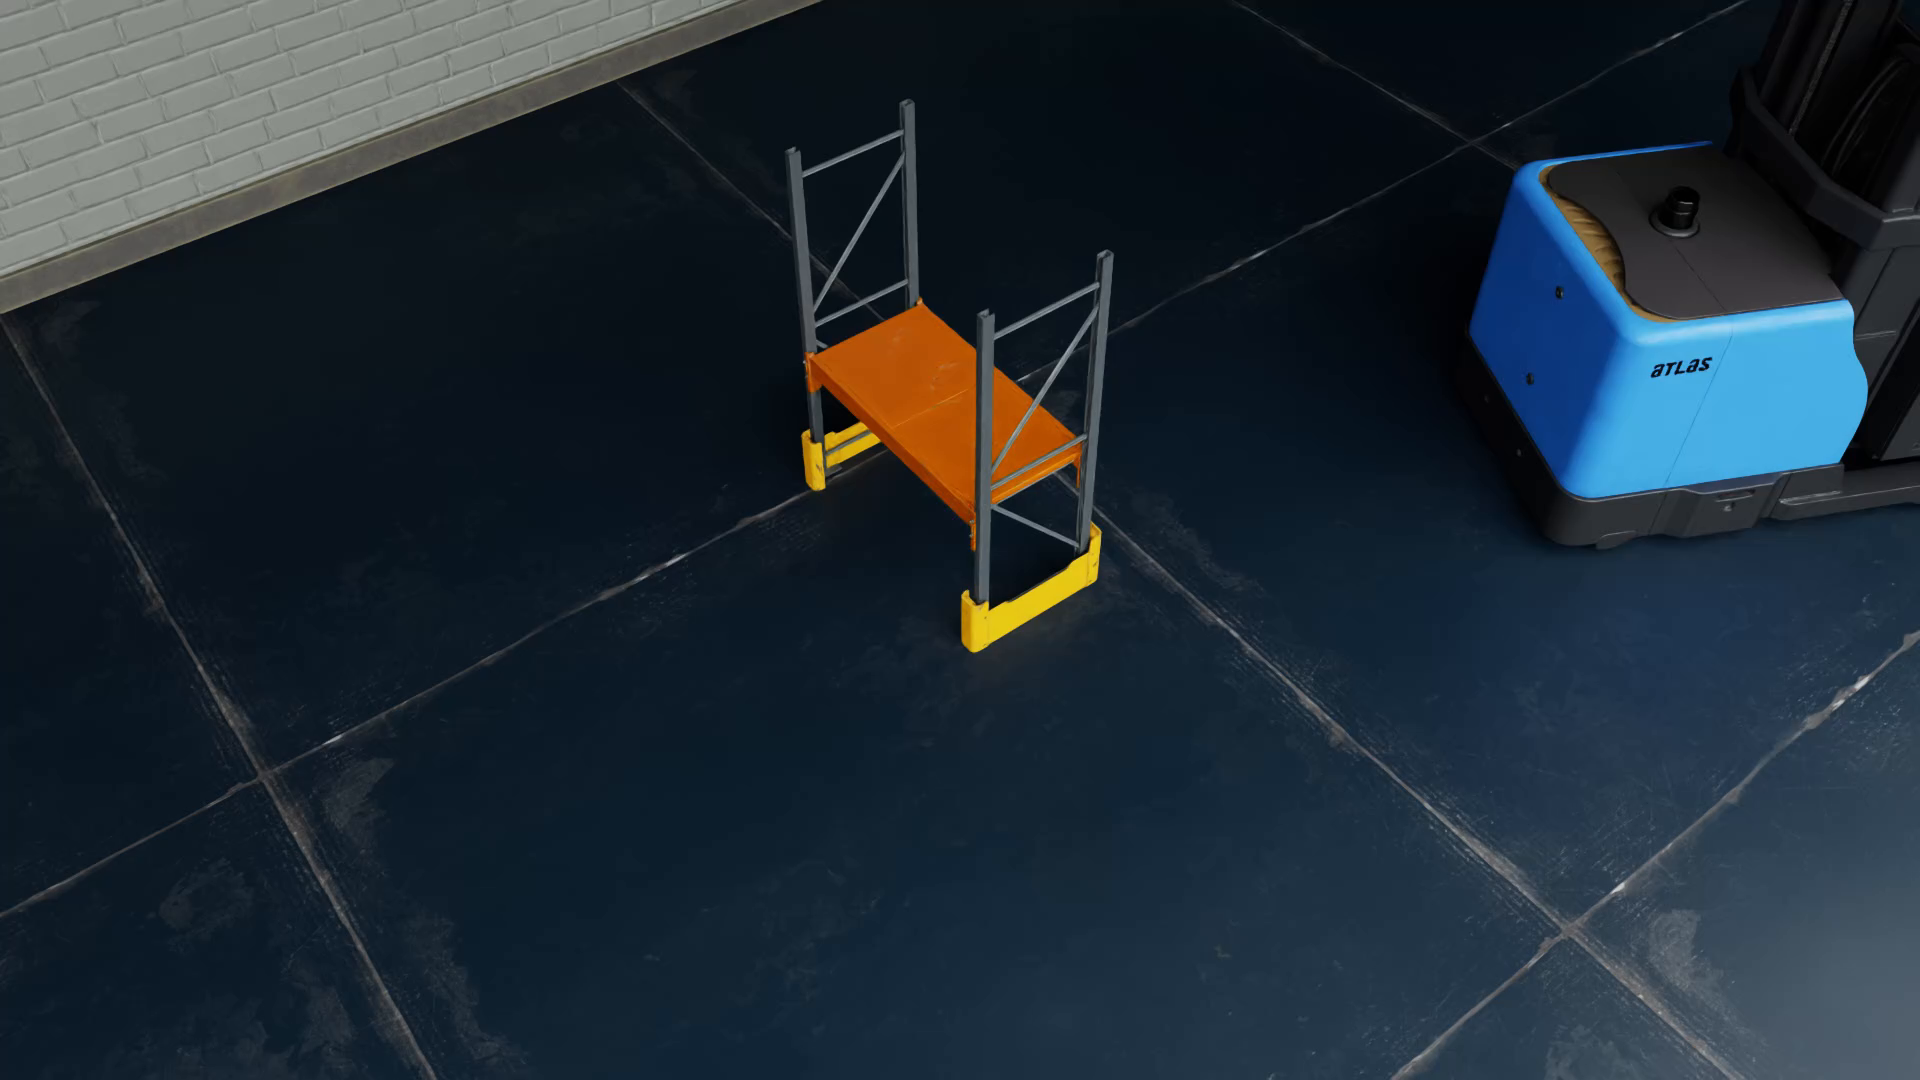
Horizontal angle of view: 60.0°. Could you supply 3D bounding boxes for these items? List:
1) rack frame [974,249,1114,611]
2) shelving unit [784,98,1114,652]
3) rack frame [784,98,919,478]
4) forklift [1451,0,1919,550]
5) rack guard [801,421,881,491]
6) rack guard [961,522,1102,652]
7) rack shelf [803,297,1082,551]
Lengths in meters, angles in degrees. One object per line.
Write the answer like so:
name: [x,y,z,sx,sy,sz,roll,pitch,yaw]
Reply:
rack frame: [0.256,-0.254,5.468,0.500,1.500,0.032,-29,54,-24]
shelving unit: [-0.046,-0.549,5.735,0.587,1.500,1.083,-29,54,-24]
rack frame: [-0.359,-0.854,6.012,0.500,1.500,0.032,-29,54,-24]
forklift: [3.565,-1.493,5.625,3.031,2.935,1.130,-8,48,-7]
rack guard: [-0.348,-0.423,6.464,0.587,0.250,0.087,-29,54,-24]
rack guard: [0.255,0.165,5.932,0.587,0.250,0.087,-29,54,-24]
rack shelf: [-0.052,-0.433,5.873,0.538,0.185,1.000,-29,54,-24]
